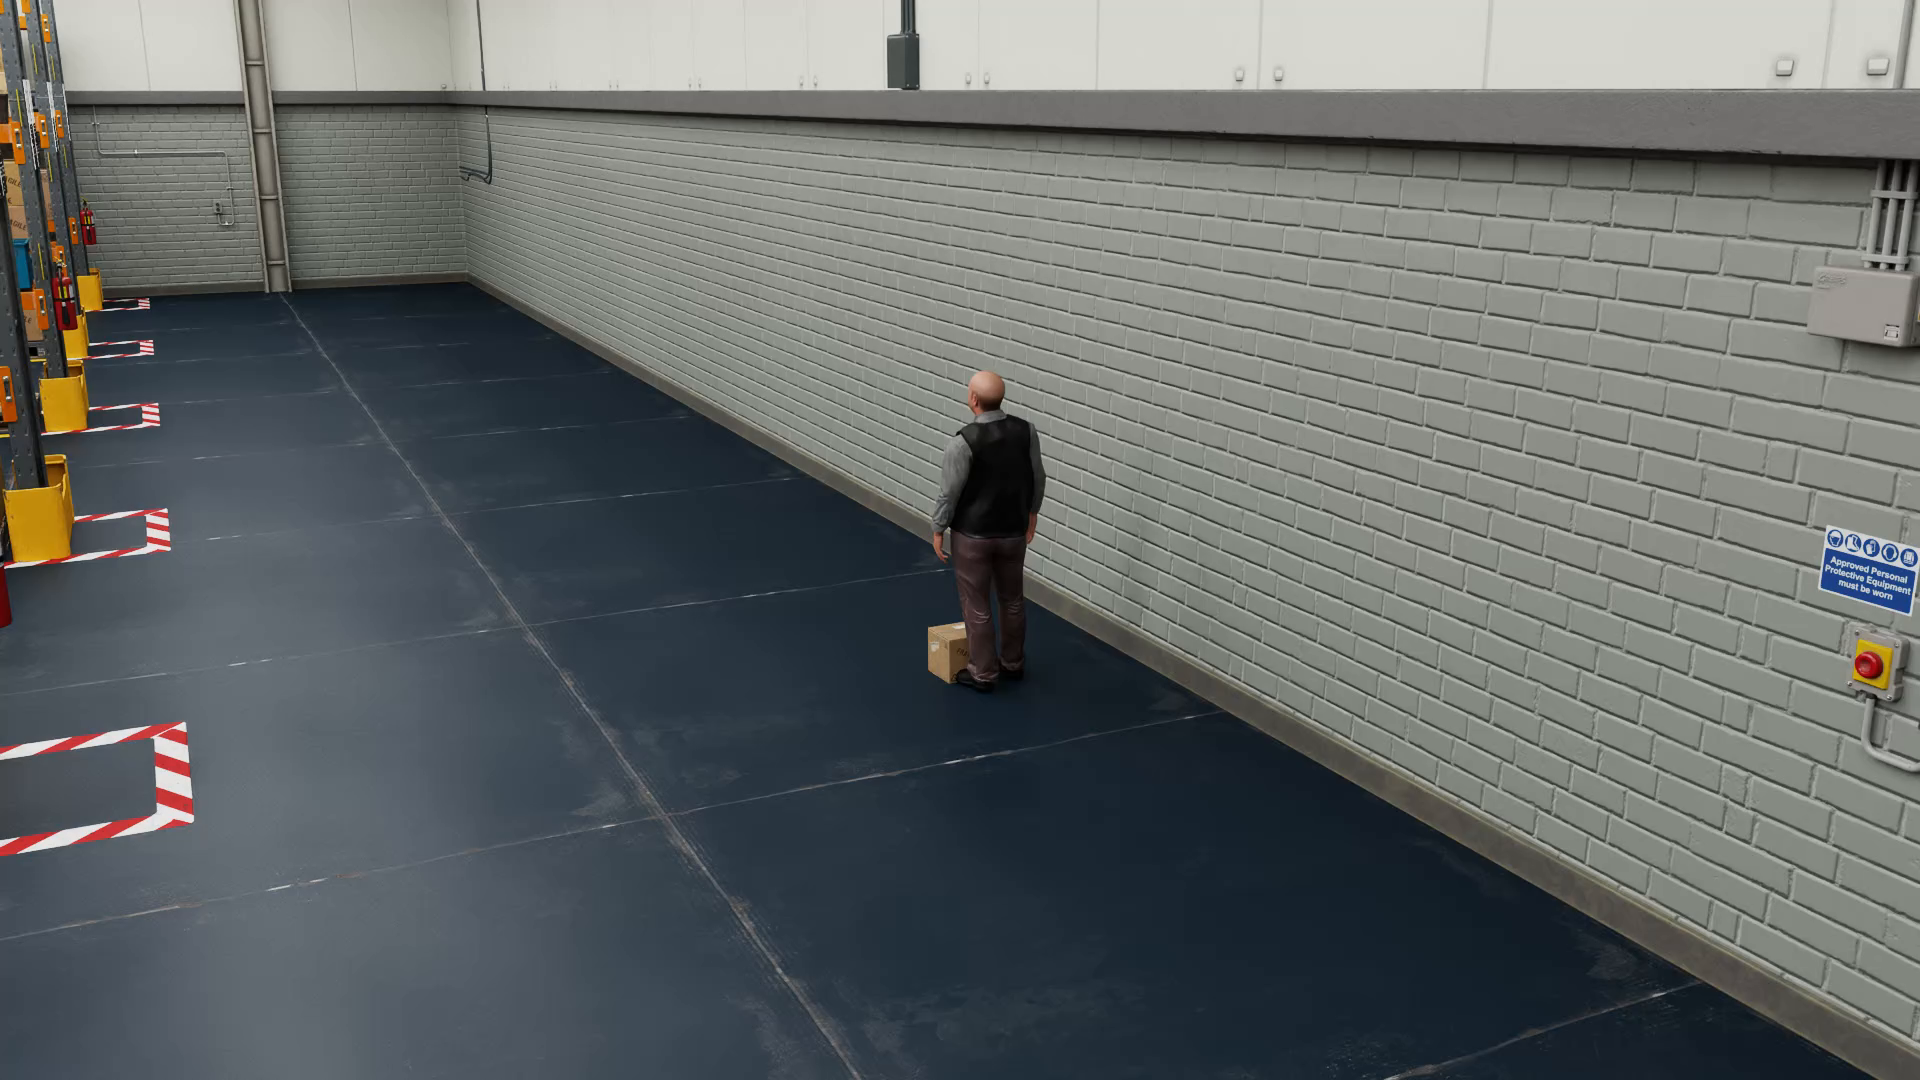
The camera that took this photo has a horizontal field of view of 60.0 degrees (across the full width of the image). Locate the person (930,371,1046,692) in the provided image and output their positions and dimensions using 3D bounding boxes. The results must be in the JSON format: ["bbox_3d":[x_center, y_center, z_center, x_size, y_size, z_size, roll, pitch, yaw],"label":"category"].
[{"bbox_3d":[0.120,-0.054,8.732,0.632,1.721,0.568,-7,17,-25],"label":"person"}]
